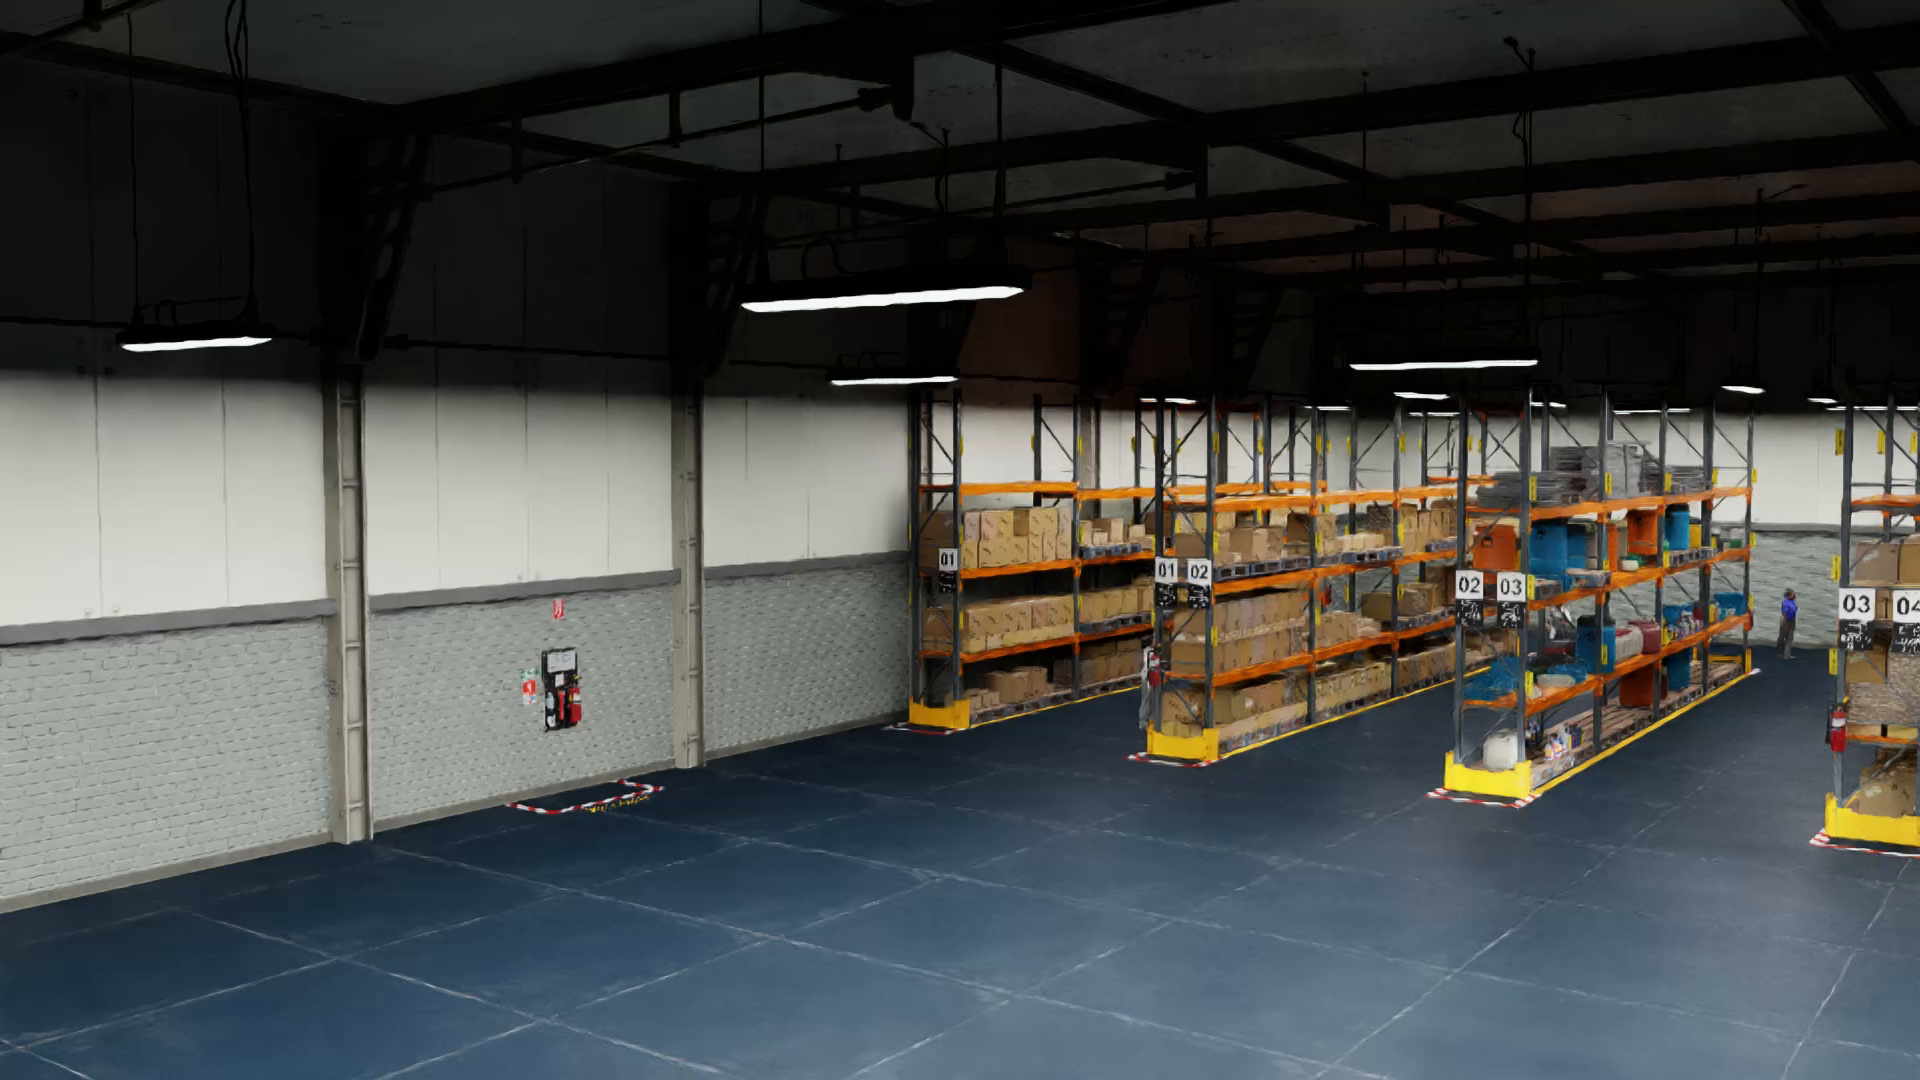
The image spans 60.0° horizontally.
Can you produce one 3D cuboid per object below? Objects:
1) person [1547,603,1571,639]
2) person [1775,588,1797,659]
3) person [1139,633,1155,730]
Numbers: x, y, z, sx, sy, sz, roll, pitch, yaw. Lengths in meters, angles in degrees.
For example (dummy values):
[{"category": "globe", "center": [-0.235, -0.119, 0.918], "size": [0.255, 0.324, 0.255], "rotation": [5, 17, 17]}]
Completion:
[{"category": "person", "center": [13.803, 2.052, 38.333], "size": [0.560, 1.527, 0.820], "rotation": [2, 4, 31]}, {"category": "person", "center": [19.387, 1.955, 39.026], "size": [0.440, 1.657, 0.485], "rotation": [-1, 4, -23]}, {"category": "person", "center": [3.389, 2.481, 29.334], "size": [0.469, 1.688, 0.604], "rotation": [0, 3, 6]}]
